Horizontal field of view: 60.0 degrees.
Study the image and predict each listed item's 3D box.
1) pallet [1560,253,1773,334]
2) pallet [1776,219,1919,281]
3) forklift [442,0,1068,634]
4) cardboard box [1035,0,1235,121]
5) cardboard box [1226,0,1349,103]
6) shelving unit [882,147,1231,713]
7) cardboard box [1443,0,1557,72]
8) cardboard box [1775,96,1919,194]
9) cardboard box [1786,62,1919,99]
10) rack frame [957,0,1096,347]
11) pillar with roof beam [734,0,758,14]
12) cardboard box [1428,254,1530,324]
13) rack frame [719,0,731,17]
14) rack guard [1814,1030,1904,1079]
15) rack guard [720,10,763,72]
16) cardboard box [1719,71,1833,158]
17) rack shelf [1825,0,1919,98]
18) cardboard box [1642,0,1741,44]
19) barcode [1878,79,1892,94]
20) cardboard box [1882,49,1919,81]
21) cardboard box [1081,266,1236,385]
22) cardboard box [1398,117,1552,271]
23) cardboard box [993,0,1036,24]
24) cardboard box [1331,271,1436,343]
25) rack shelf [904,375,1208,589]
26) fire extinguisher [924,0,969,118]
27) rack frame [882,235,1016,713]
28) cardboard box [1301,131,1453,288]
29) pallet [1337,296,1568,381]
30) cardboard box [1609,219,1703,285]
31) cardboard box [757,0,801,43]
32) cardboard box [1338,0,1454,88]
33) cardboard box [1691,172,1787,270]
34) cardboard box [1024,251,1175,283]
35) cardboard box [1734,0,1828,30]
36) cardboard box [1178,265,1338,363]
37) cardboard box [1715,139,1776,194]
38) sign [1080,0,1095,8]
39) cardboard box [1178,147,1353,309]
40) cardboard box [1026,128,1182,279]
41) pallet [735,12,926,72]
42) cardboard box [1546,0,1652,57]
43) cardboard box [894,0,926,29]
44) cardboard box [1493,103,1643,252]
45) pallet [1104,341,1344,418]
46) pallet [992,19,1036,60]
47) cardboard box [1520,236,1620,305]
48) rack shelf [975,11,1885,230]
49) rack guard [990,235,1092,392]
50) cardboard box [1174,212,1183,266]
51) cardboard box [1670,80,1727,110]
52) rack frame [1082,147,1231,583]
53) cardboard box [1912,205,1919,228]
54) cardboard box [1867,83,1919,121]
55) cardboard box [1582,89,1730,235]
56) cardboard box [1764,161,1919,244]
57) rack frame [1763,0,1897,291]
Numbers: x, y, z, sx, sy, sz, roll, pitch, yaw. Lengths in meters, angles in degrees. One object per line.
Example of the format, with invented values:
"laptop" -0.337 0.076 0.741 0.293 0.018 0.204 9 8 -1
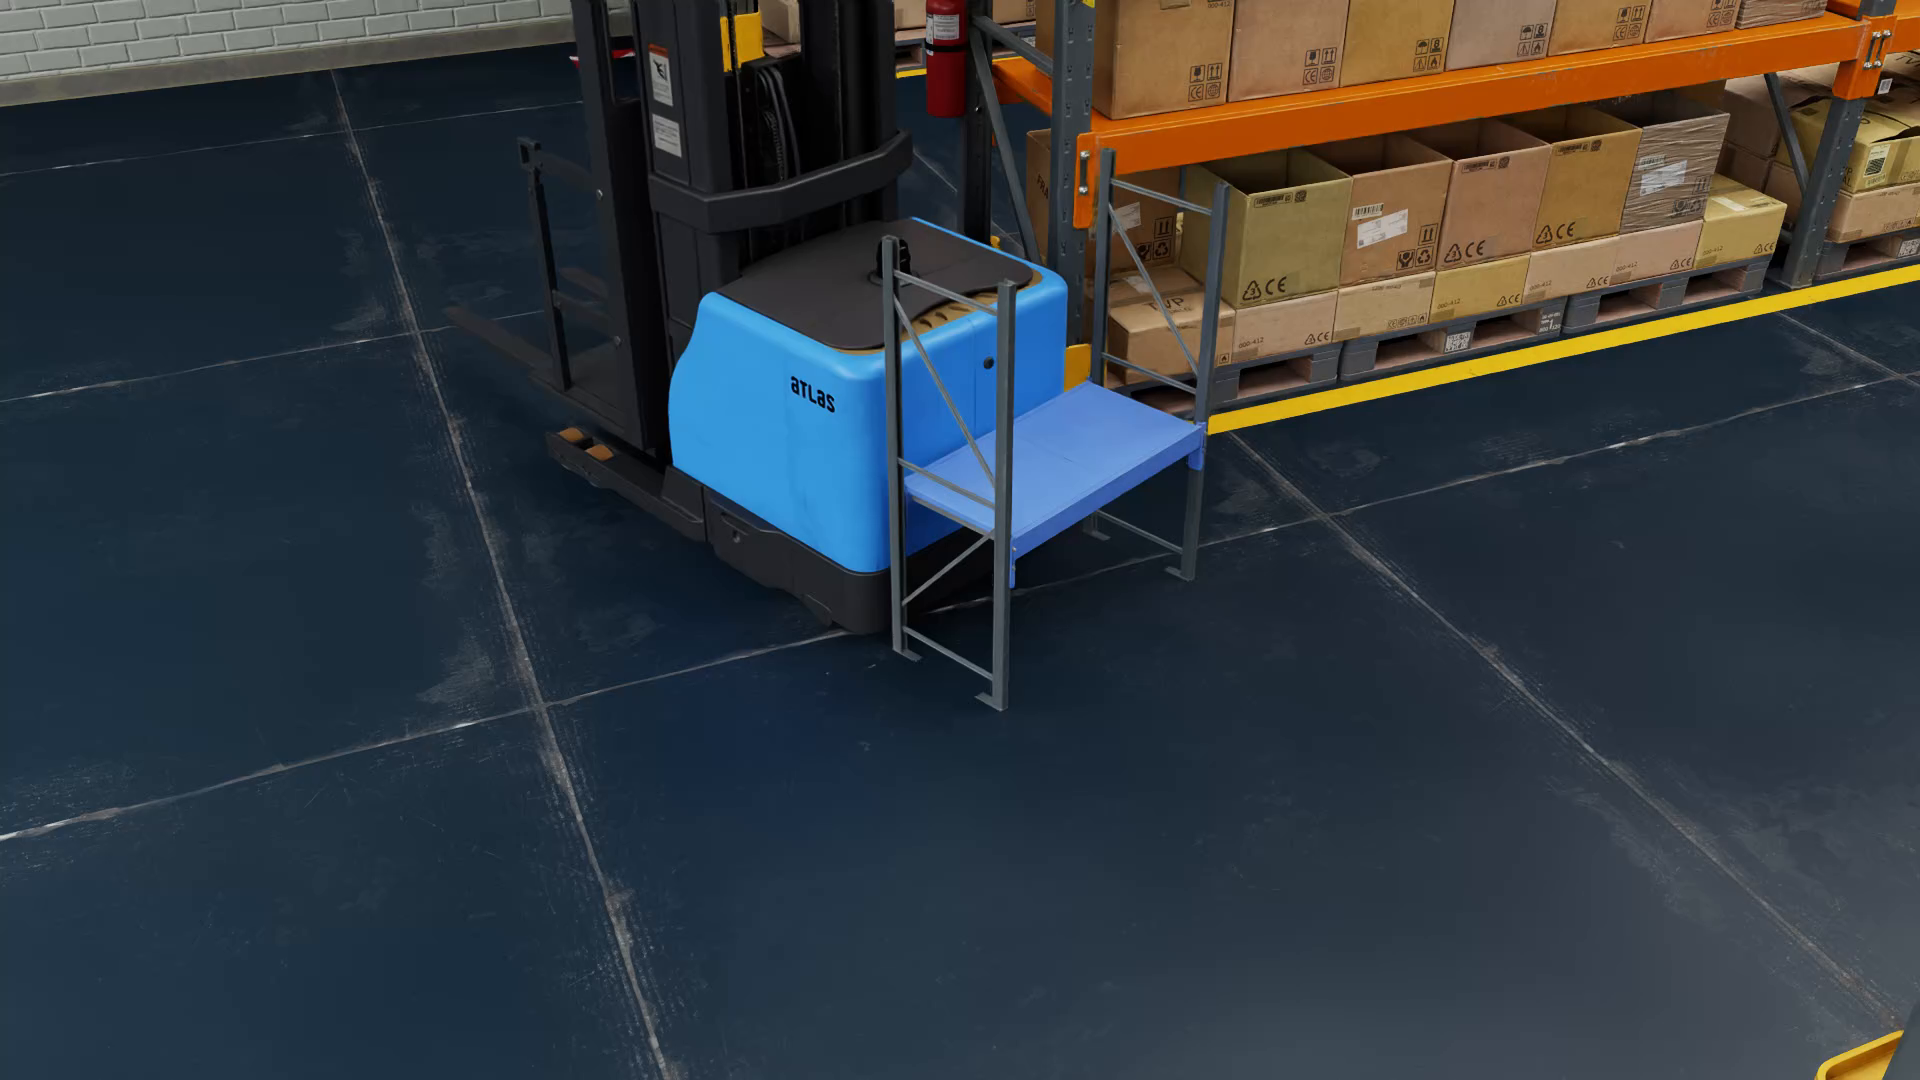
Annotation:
"pallet" 3.173 -1.419 8.237 1.213 0.211 1.003 -13 35 -19
"pallet" 4.587 -1.741 8.732 1.213 0.211 1.003 -13 35 -19
"forklift" -1.010 -1.613 6.042 1.130 2.935 3.031 -29 43 -36
"cardboard box" 0.670 -2.024 6.519 0.500 0.500 0.700 -13 35 -19
"cardboard box" 1.152 -2.137 6.693 0.500 0.500 0.700 -12 35 -18
"shelving unit" 0.310 -0.371 5.444 0.538 1.500 1.048 27 42 35
"cardboard box" 2.096 -2.352 7.023 0.500 0.500 0.700 -12 35 -18
"cardboard box" 4.400 -1.955 8.126 0.500 0.311 0.500 -13 35 -19
"cardboard box" 4.662 -2.336 8.712 0.500 0.311 0.500 -12 35 -18
"rack frame" 0.235 -1.890 6.405 0.127 3.000 1.000 -13 35 -19
"pillar with roof beam" 0.291 -5.313 6.164 0.400 9.000 9.100 -13 35 -19
"cardboard box" 2.199 -1.231 7.527 0.500 0.250 0.500 -13 35 -19
"rack frame" -1.687 -4.380 10.232 0.127 3.000 1.000 -13 35 -19
"rack guard" 2.201 1.610 3.318 0.348 0.500 1.175 -13 35 -19
"rack guard" -1.616 -3.349 10.938 0.348 0.500 1.175 -13 35 -19
"cardboard box" 4.185 -2.223 8.538 0.500 0.311 0.500 -13 35 -19
"rack shelf" 5.767 -2.855 8.548 4.000 0.370 1.077 -13 35 -19
"cardboard box" 3.032 -2.565 7.350 0.500 0.500 0.700 -13 35 -19
"barcode" 4.319 -2.118 7.763 0.075 0.075 0.001 -13 35 -19
"cardboard box" 5.123 -2.440 8.872 0.500 0.311 0.500 -13 35 -19
"cardboard box" 0.815 -0.915 7.042 0.500 0.250 0.500 -13 35 -19
"cardboard box" 2.199 -1.545 7.322 0.500 0.500 0.500 -13 35 -19
"cardboard box" 0.208 -3.868 11.333 0.500 0.500 0.700 -15 36 -22
"cardboard box" 1.736 -1.128 7.369 0.500 0.250 0.500 -13 35 -19
"rack shelf" 0.310 -0.220 5.542 0.538 0.185 1.000 27 42 35
"fire extinguisher" -0.054 -2.066 6.746 0.183 0.674 0.296 -13 35 -19
"rack frame" -0.037 -0.168 5.133 0.500 1.500 0.032 27 42 35
"cardboard box" 1.731 -1.448 7.173 0.500 0.500 0.500 -13 35 -19
"pallet" 2.047 -1.159 7.838 1.213 0.211 1.003 -13 35 -19
"cardboard box" 3.115 -1.450 7.864 0.500 0.250 0.500 -13 35 -19
"cardboard box" -1.014 -3.539 11.000 0.500 0.311 0.500 -17 37 -24
"cardboard box" 1.612 -2.239 6.850 0.500 0.500 0.700 -13 35 -19
"cardboard box" 3.580 -1.550 8.018 0.500 0.250 0.500 -13 35 -19
"cardboard box" 0.615 -1.175 7.442 0.500 0.250 0.500 -13 35 -19
"cardboard box" 3.516 -2.680 7.526 0.500 0.500 0.700 -14 36 -20
"cardboard box" 1.275 -1.022 7.207 0.500 0.250 0.500 -13 35 -19
"cardboard box" 4.193 -1.991 8.696 0.500 0.250 0.500 -13 35 -19
"sign" 0.444 -2.006 5.716 0.005 0.325 0.100 -13 35 -19
"cardboard box" 1.275 -1.336 7.001 0.500 0.500 0.500 -13 35 -19
"cardboard box" 0.614 -1.491 7.239 0.500 0.500 0.500 -13 35 -19
"pallet" -0.854 -3.381 11.253 1.213 0.211 1.003 -13 35 -19
"cardboard box" 2.568 -2.461 7.190 0.500 0.500 0.700 -12 35 -18
"cardboard box" -0.488 -3.659 11.185 0.500 0.311 0.500 -10 34 -15
"cardboard box" 2.655 -1.657 7.496 0.500 0.500 0.500 -13 35 -19
"pallet" 0.923 -0.904 7.445 1.213 0.211 1.003 -13 35 -19
"pallet" 0.269 -3.637 11.646 1.213 0.211 1.003 -13 35 -19
"cardboard box" 2.660 -1.337 7.690 0.500 0.250 0.500 -13 35 -19
"rack shelf" 2.079 -2.011 7.250 4.000 0.370 1.077 -13 35 -19
"rack guard" 0.212 -0.837 7.078 0.348 0.500 1.175 -13 35 -19
"cardboard box" 1.071 -1.287 7.614 0.500 0.250 0.500 -13 35 -19
"cardboard box" 3.374 -2.132 8.225 0.500 0.500 0.500 -13 35 -19
"rack frame" 0.657 -0.573 5.756 0.500 1.500 0.032 27 42 35
"cardboard box" 4.862 -1.826 8.442 0.500 0.250 0.500 -12 35 -18
"cardboard box" 4.864 -2.058 8.285 0.500 0.311 0.500 -13 35 -19
"cardboard box" 3.114 -1.765 7.661 0.500 0.500 0.500 -13 35 -19
"cardboard box" 4.390 -1.719 8.277 0.500 0.250 0.500 -14 35 -20
"rack frame" 3.923 -2.735 7.702 0.127 3.000 1.000 -13 35 -19
